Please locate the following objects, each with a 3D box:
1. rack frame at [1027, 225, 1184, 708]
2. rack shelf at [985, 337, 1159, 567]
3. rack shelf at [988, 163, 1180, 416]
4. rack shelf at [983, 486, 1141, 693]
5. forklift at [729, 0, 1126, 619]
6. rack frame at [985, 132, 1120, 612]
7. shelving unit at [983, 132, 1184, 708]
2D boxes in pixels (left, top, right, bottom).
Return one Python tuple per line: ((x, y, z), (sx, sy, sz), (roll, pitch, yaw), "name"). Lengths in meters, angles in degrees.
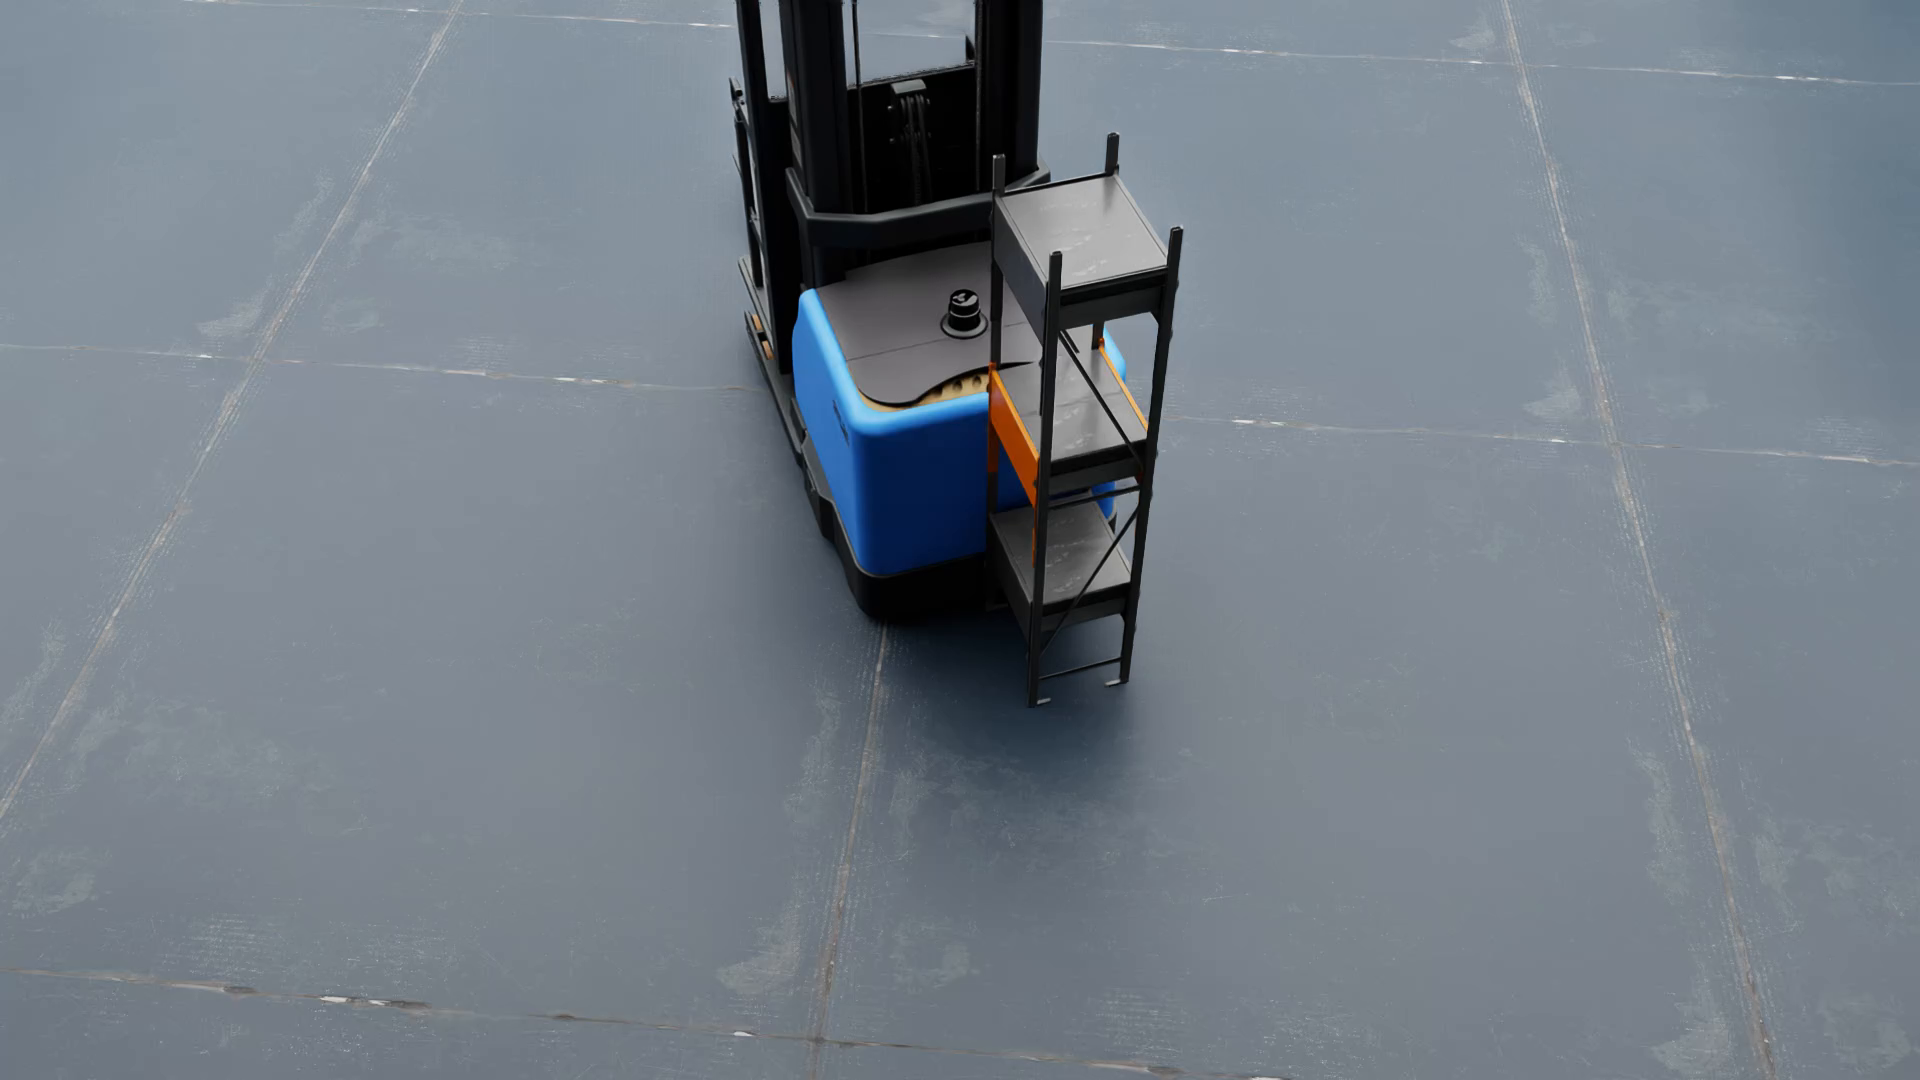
((0.442, -0.134, 5.450), (0.400, 2.100, 0.015), (-14, 49, -12), "rack frame")
((0.366, -0.296, 5.617), (0.431, 0.518, 0.480), (-14, 49, -12), "rack shelf")
((0.366, -0.769, 5.100), (0.431, 0.518, 0.480), (-14, 49, -12), "rack shelf")
((0.366, 0.176, 6.133), (0.431, 0.518, 0.480), (-14, 49, -12), "rack shelf")
((-0.331, -1.800, 6.410), (1.130, 2.935, 3.031), (-14, 49, -12), "forklift")
((0.291, -0.477, 5.763), (0.400, 2.100, 0.015), (-14, 49, -12), "rack frame")
((0.366, -0.306, 5.607), (0.431, 2.100, 0.503), (-14, 49, -12), "shelving unit")
